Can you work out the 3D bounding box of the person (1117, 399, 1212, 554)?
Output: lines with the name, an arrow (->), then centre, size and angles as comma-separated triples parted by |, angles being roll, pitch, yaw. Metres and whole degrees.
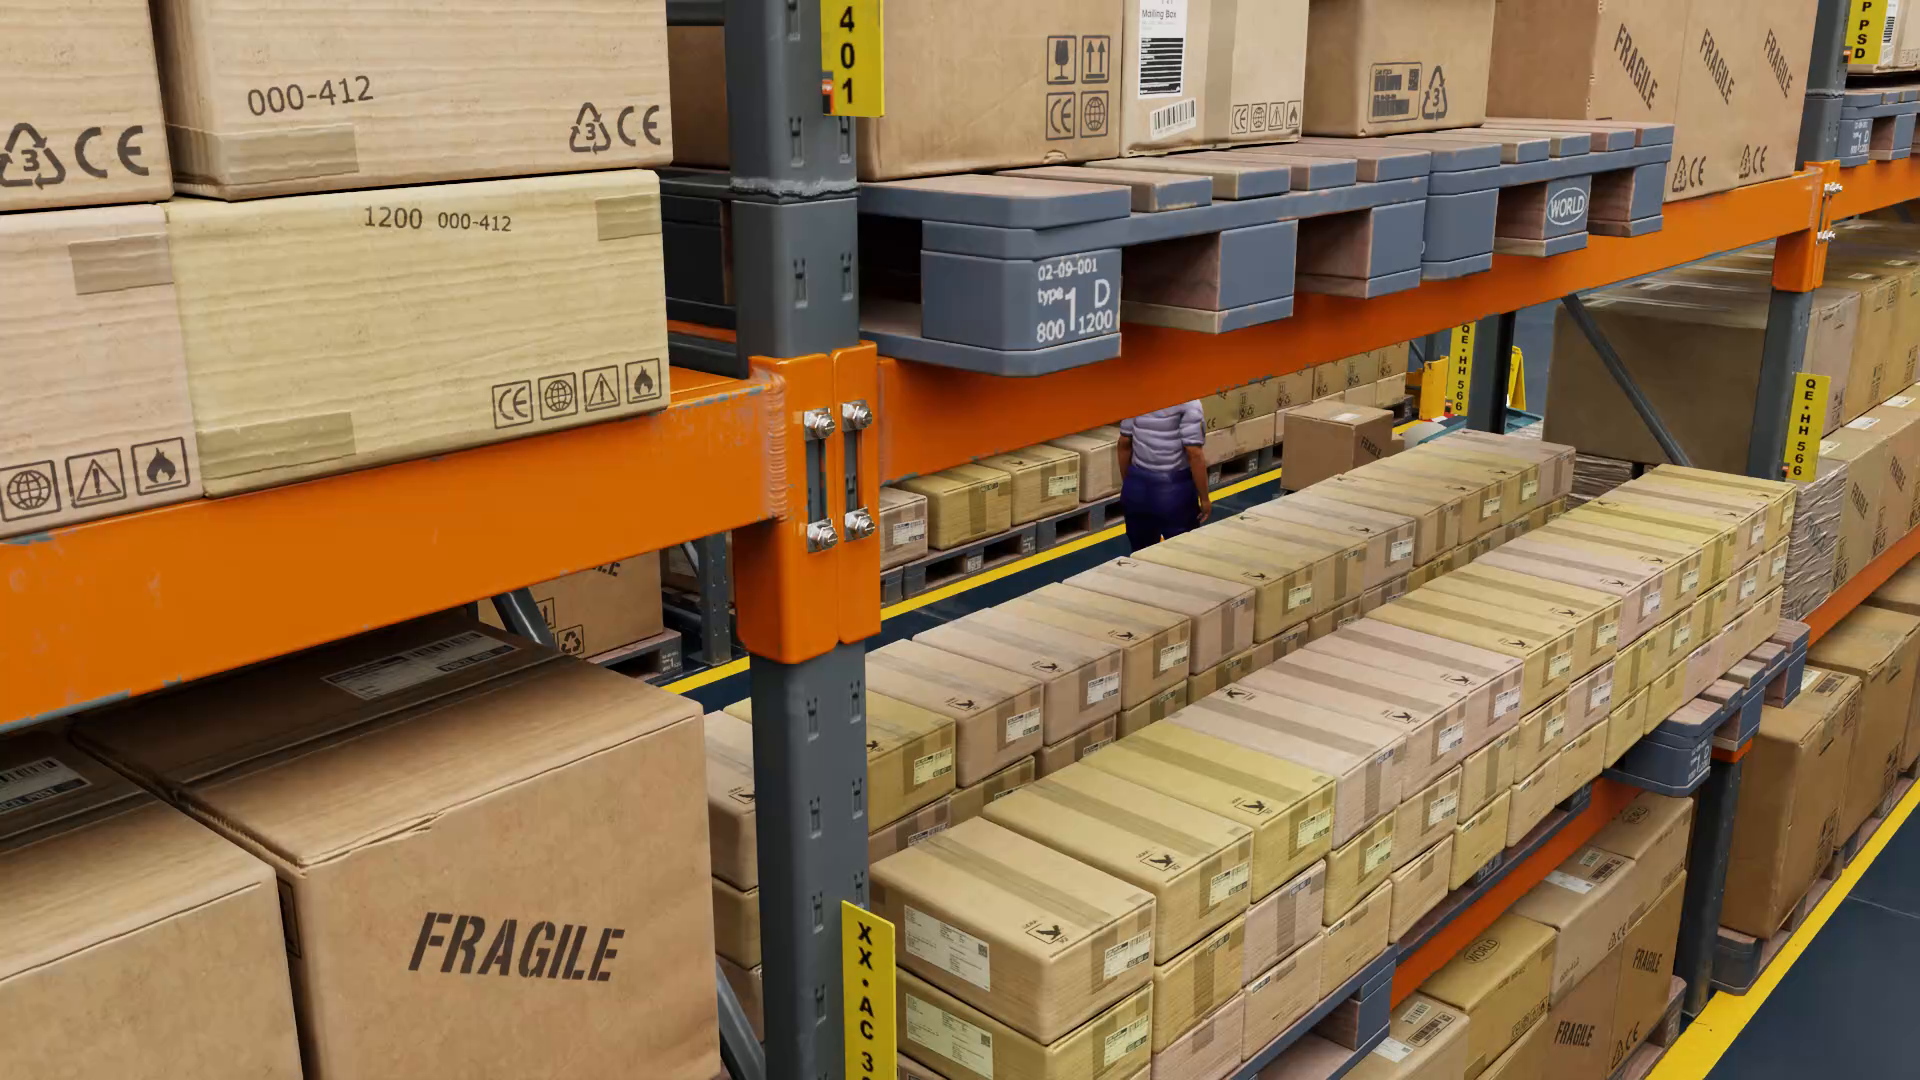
person -> 1.081, -0.229, 8.803 | 0.557, 1.652, 0.364 | 14, 22, 38
